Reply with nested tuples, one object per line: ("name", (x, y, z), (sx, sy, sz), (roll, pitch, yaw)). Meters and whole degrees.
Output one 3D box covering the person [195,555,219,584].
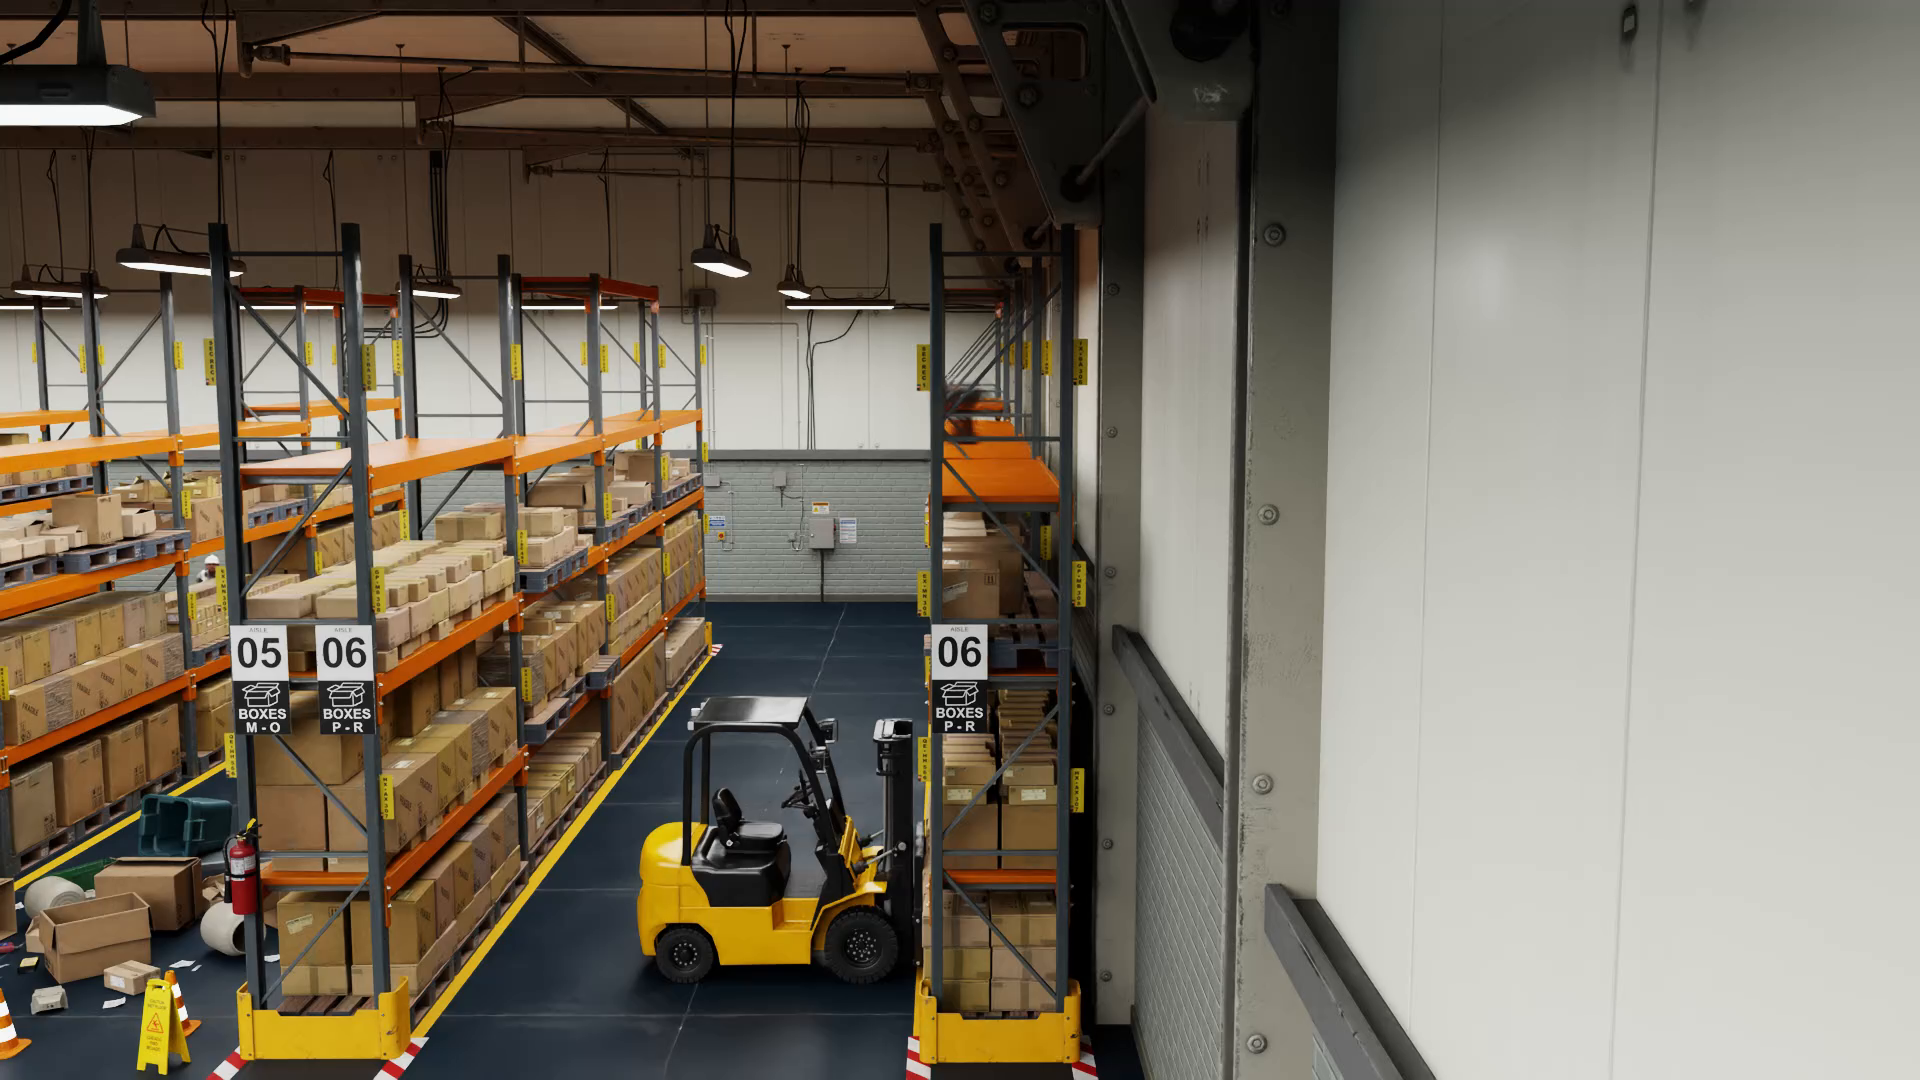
("person", (-12.465, 1.080, 27.839), (0.658, 1.711, 0.682), (-2, 7, -15))
